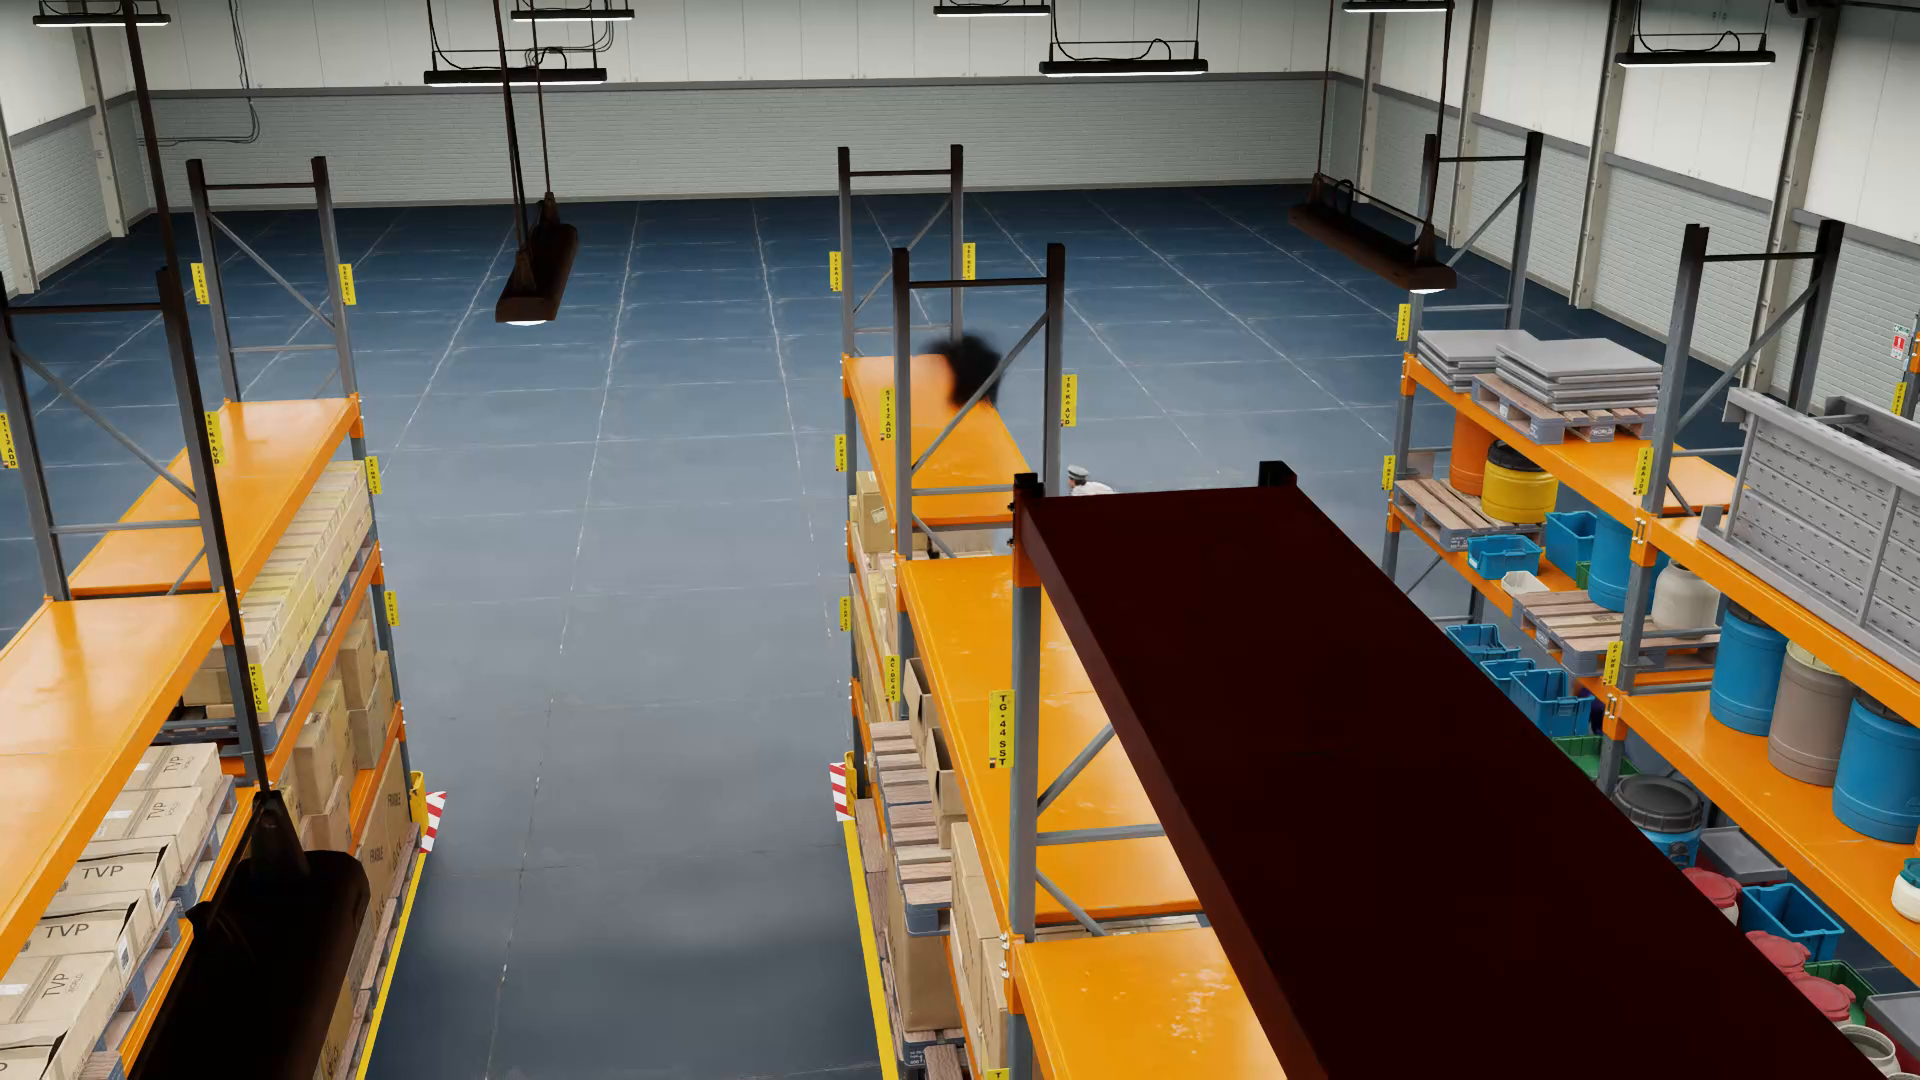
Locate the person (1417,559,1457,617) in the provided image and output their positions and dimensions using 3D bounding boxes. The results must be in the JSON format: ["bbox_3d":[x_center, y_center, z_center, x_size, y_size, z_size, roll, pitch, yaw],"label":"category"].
[{"bbox_3d":[4.761,0.546,17.056,0.551,0.807,0.606,12,24,27],"label":"person"}]
